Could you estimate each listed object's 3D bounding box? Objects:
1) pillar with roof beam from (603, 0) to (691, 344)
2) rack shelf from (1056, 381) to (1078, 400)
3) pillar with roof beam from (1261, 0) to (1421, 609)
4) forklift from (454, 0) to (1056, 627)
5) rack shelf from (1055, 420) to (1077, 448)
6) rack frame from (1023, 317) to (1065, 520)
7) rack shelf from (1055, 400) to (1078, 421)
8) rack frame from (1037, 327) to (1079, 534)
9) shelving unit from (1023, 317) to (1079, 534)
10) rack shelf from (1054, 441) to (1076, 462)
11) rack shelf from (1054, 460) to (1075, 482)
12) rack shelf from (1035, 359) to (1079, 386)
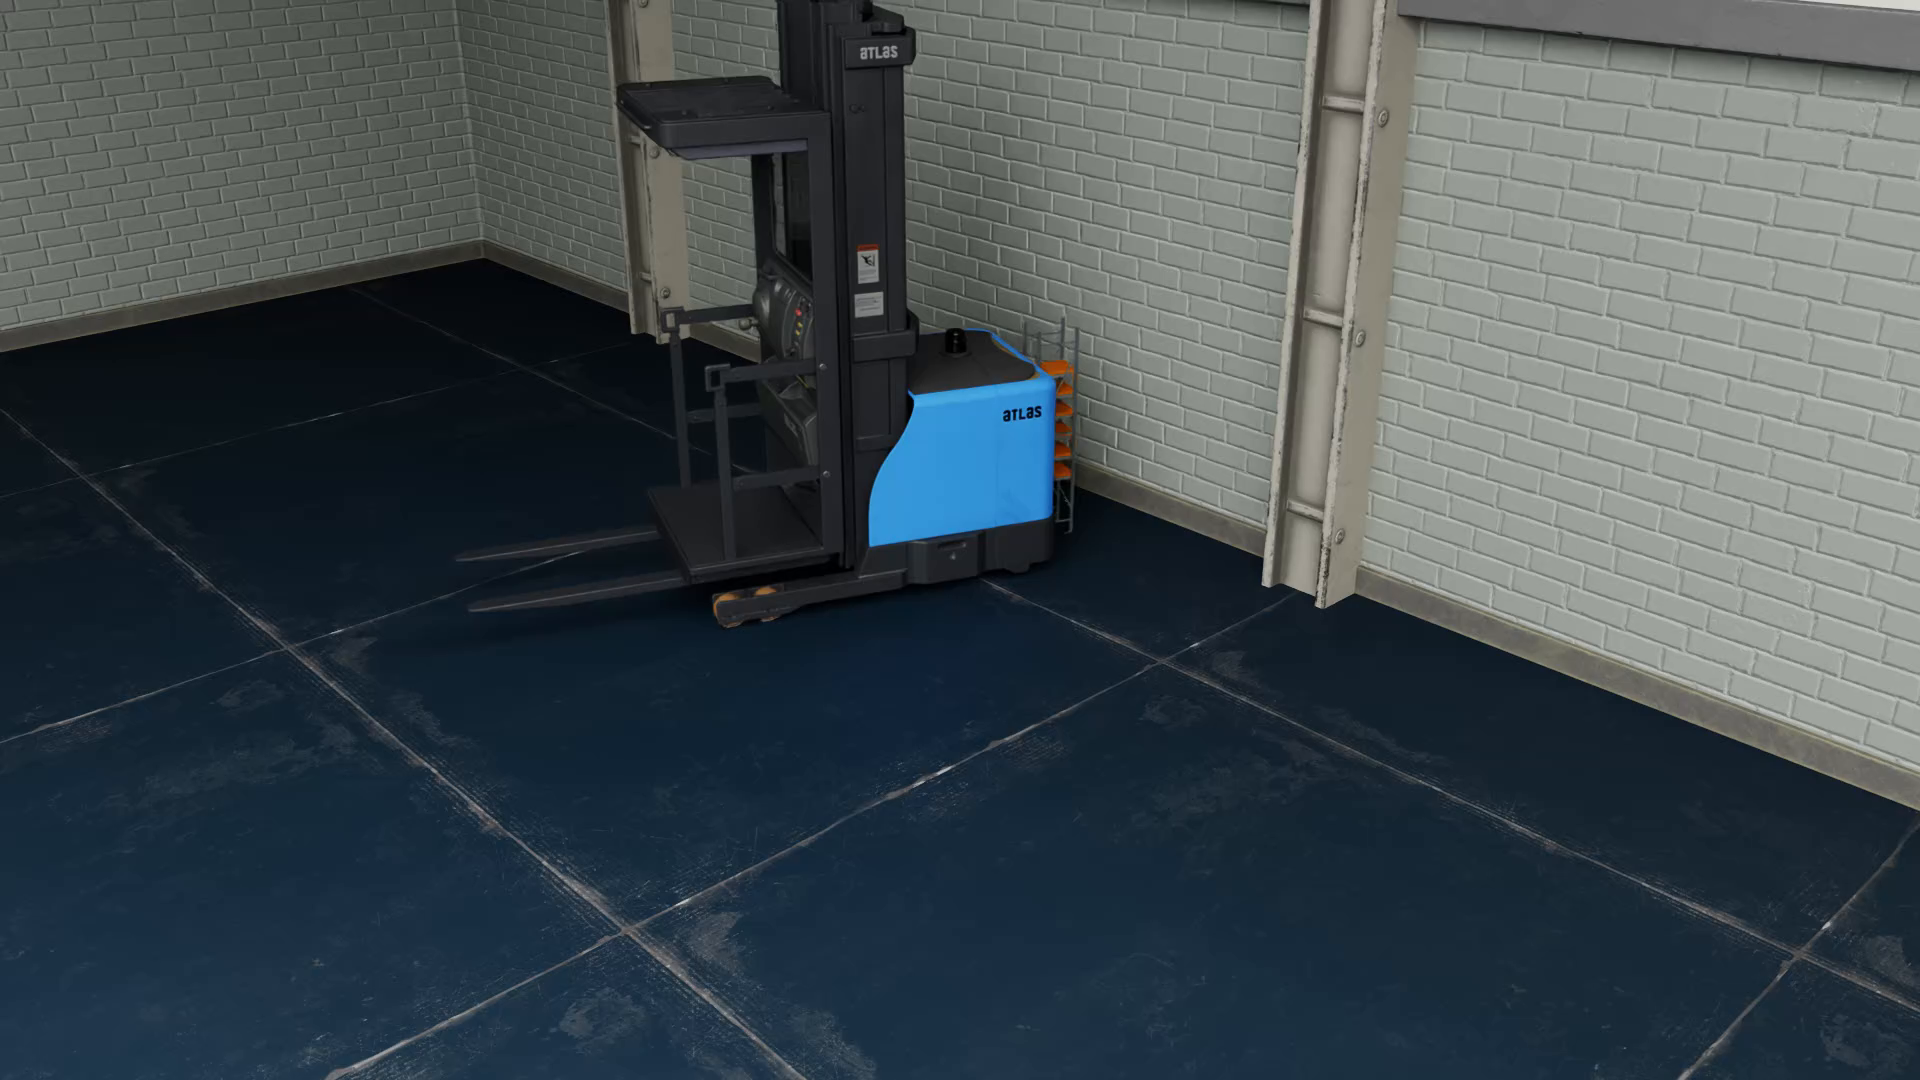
[{"bbox_3d":[-5.415,-4.442,8.145,9.100,9.000,0.400,-21,32,-38],"label":"pillar with roof beam"},{"bbox_3d":[0.488,-0.785,9.053,0.258,0.103,0.180,-9,26,-19],"label":"rack shelf"},{"bbox_3d":[-1.314,-2.624,4.161,9.100,9.000,0.400,-21,32,-38],"label":"pillar with roof beam"},{"bbox_3d":[-1.063,-1.145,8.230,3.031,2.935,1.130,-9,26,-19],"label":"forklift"},{"bbox_3d":[0.488,-0.566,9.153,0.258,0.103,0.180,-9,26,-19],"label":"rack shelf"},{"bbox_3d":[0.455,-0.642,9.212,0.240,1.200,0.006,-9,26,-19],"label":"rack frame"},{"bbox_3d":[0.488,-0.676,9.103,0.258,0.103,0.180,-9,26,-19],"label":"rack shelf"},{"bbox_3d":[0.521,-0.571,9.057,0.240,1.200,0.006,-9,26,-19],"label":"rack frame"},{"bbox_3d":[0.488,-0.607,9.134,0.258,1.200,0.189,-9,26,-19],"label":"shelving unit"},{"bbox_3d":[0.488,-0.457,9.203,0.258,0.103,0.180,-9,26,-19],"label":"rack shelf"},{"bbox_3d":[0.487,-0.348,9.252,0.258,0.103,0.180,-9,26,-19],"label":"rack shelf"},{"bbox_3d":[0.488,-0.894,9.003,0.258,0.103,0.180,-9,26,-19],"label":"rack shelf"}]
